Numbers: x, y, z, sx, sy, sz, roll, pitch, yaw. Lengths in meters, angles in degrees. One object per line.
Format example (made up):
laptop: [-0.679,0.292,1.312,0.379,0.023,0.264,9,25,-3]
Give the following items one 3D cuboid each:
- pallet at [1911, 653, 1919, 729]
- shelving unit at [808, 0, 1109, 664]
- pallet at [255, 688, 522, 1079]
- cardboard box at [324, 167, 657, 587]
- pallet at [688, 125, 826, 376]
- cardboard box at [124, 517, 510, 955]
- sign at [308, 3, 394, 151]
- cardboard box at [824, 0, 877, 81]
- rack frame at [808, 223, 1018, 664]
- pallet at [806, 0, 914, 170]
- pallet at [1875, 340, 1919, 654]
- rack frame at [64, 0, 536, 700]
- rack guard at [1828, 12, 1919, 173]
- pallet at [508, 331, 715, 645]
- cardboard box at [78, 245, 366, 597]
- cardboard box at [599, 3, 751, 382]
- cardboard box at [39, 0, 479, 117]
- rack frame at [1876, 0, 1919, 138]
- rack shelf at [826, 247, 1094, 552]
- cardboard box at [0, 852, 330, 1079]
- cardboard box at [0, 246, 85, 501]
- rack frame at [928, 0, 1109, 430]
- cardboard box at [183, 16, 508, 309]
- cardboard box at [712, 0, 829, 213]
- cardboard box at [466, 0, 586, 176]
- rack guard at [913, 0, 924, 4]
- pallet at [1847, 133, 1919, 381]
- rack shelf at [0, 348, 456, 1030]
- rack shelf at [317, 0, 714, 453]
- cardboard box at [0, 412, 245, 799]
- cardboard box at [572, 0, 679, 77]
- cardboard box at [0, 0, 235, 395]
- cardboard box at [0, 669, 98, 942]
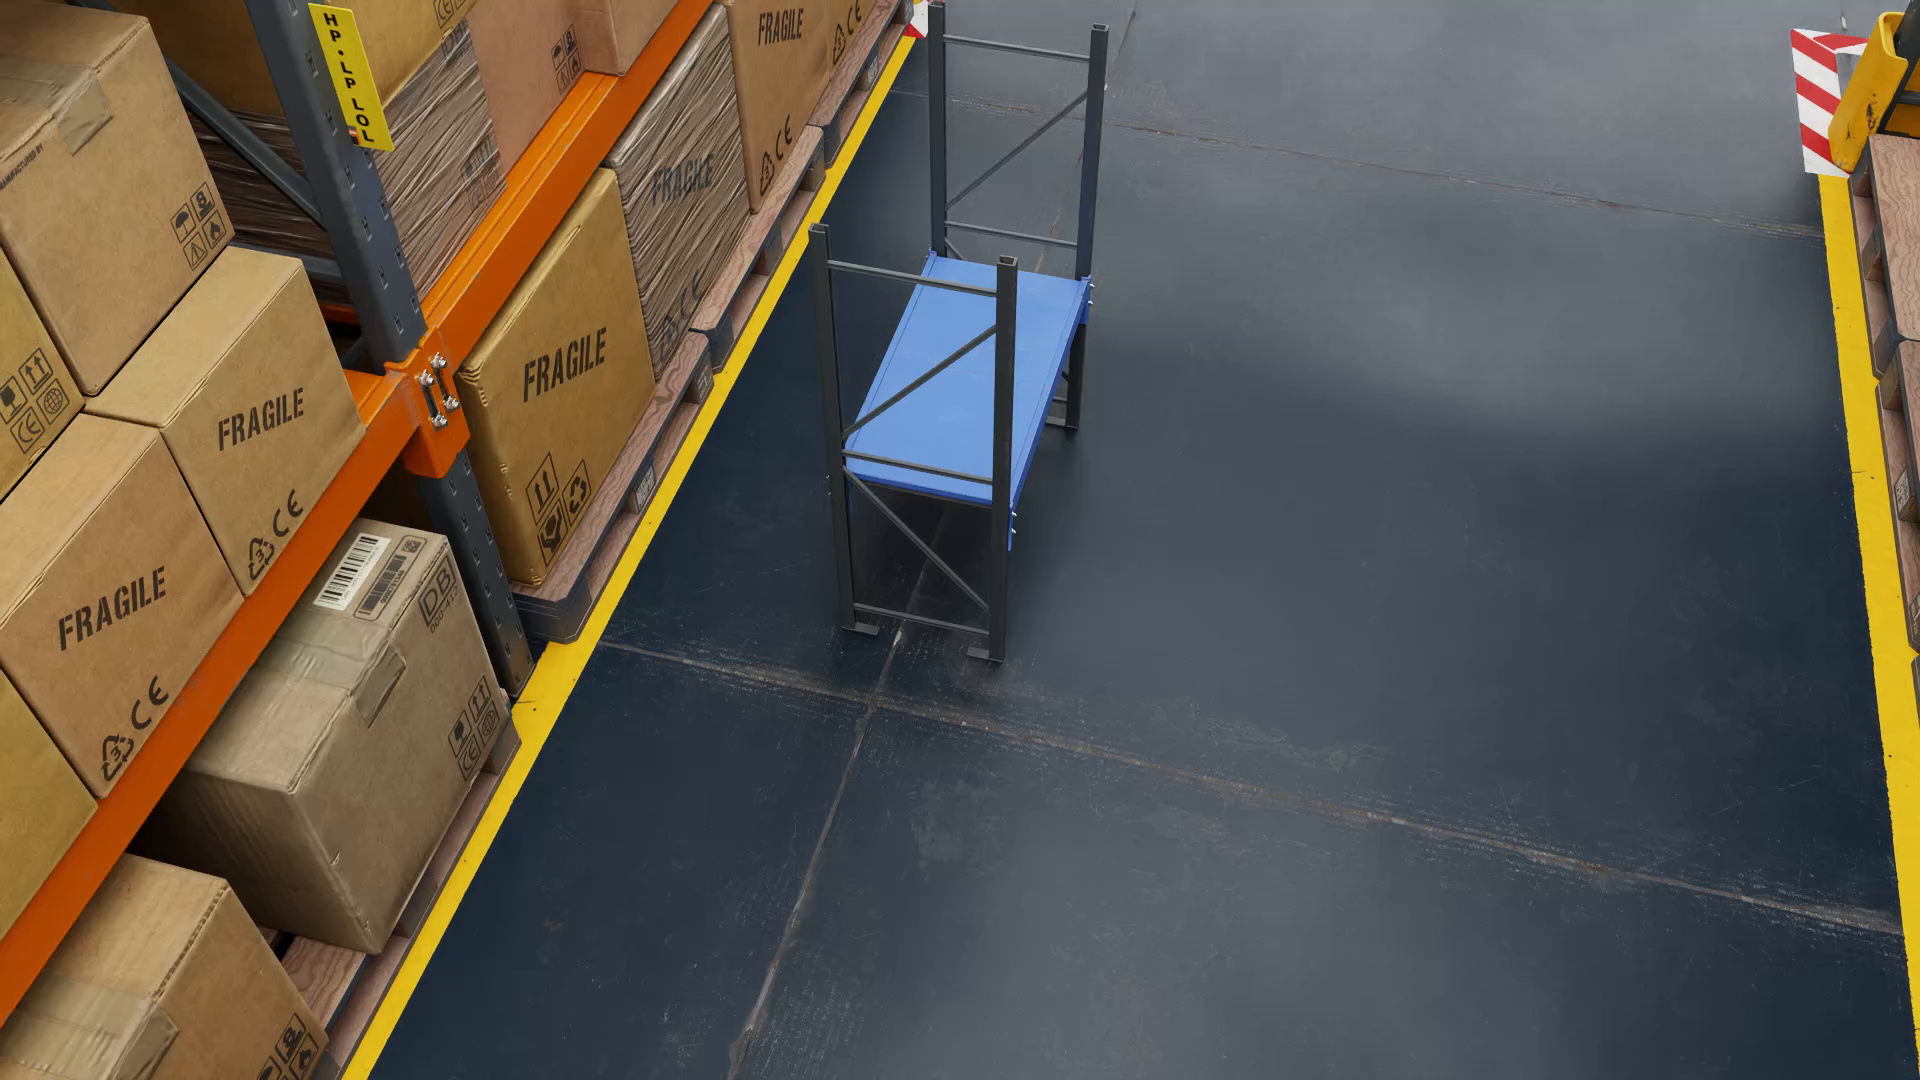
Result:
pallet: [3.149,0.812,4.393,1.003,0.211,1.213,12,50,10]
shelving unit: [0.022,-0.558,4.742,0.538,1.500,1.048,12,50,10]
pallet: [-1.882,0.826,4.380,1.003,0.211,1.213,12,50,10]
cardboard box: [-1.519,-0.547,4.869,0.875,0.875,0.875,12,50,11]
pallet: [-1.157,-1.167,6.139,1.003,0.211,1.213,12,50,10]
cardboard box: [-1.828,0.402,4.115,1.050,0.750,0.750,11,50,10]
sign: [-1.226,-0.927,3.348,0.100,0.325,0.005,12,50,10]
cardboard box: [-0.814,-2.496,6.589,0.875,0.875,0.875,12,50,10]
rack frame: [-0.111,-0.190,4.418,0.500,1.500,0.032,12,50,10]
pallet: [-0.834,-2.047,6.916,1.003,0.211,1.213,12,50,10]
pallet: [3.468,-0.073,5.174,1.003,0.211,1.213,12,50,10]
rack frame: [-1.752,-0.670,3.841,1.000,3.000,0.127,12,50,10]
rack guard: [4.039,-1.629,6.354,1.175,0.500,0.348,12,50,10]
pallet: [-1.476,-0.282,5.358,1.003,0.211,1.213,12,50,10]
cardboard box: [-1.631,-0.273,3.423,0.500,0.500,0.500,11,50,10]
cardboard box: [-1.285,-1.200,5.445,0.875,0.875,0.875,12,50,10]
cardboard box: [-1.622,-1.337,3.609,0.875,0.550,0.550,12,50,10]
rack frame: [4.059,-2.511,5.466,1.000,3.000,0.127,12,50,10]
rack shelf: [0.022,-0.439,4.877,0.538,0.185,1.000,12,50,10]
cardboard box: [-2.086,1.099,3.500,1.050,0.750,0.750,12,50,10]
cardboard box: [-2.010,-0.301,2.782,0.700,0.500,0.500,11,49,9]
rack frame: [0.156,-0.926,5.067,0.500,1.500,0.032,12,50,10]
cardboard box: [-1.666,-0.989,4.022,0.875,0.550,0.550,12,50,10]
cardboard box: [-1.043,-1.859,6.027,0.875,0.875,0.875,11,49,9]
cardboard box: [-1.543,-1.391,4.377,0.875,0.550,0.550,12,50,10]
rack guard: [-0.693,-2.753,7.347,1.175,0.500,0.348,12,50,10]
pallet: [3.792,-0.953,5.950,1.003,0.211,1.213,12,50,10]
rack shelf: [-2.278,1.015,2.834,1.077,0.370,4.000,12,50,10]
rack shelf: [-1.225,-1.879,5.387,1.077,0.370,4.000,12,50,10]
cardboard box: [-1.764,0.093,3.101,0.500,0.500,0.500,11,50,10]
cardboard box: [-1.288,-1.758,4.701,0.875,0.550,0.550,12,50,10]
cardboard box: [-1.877,-0.674,3.110,0.700,0.500,0.500,11,49,9]
cardboard box: [-1.897,0.458,2.778,0.500,0.500,0.500,12,50,10]
